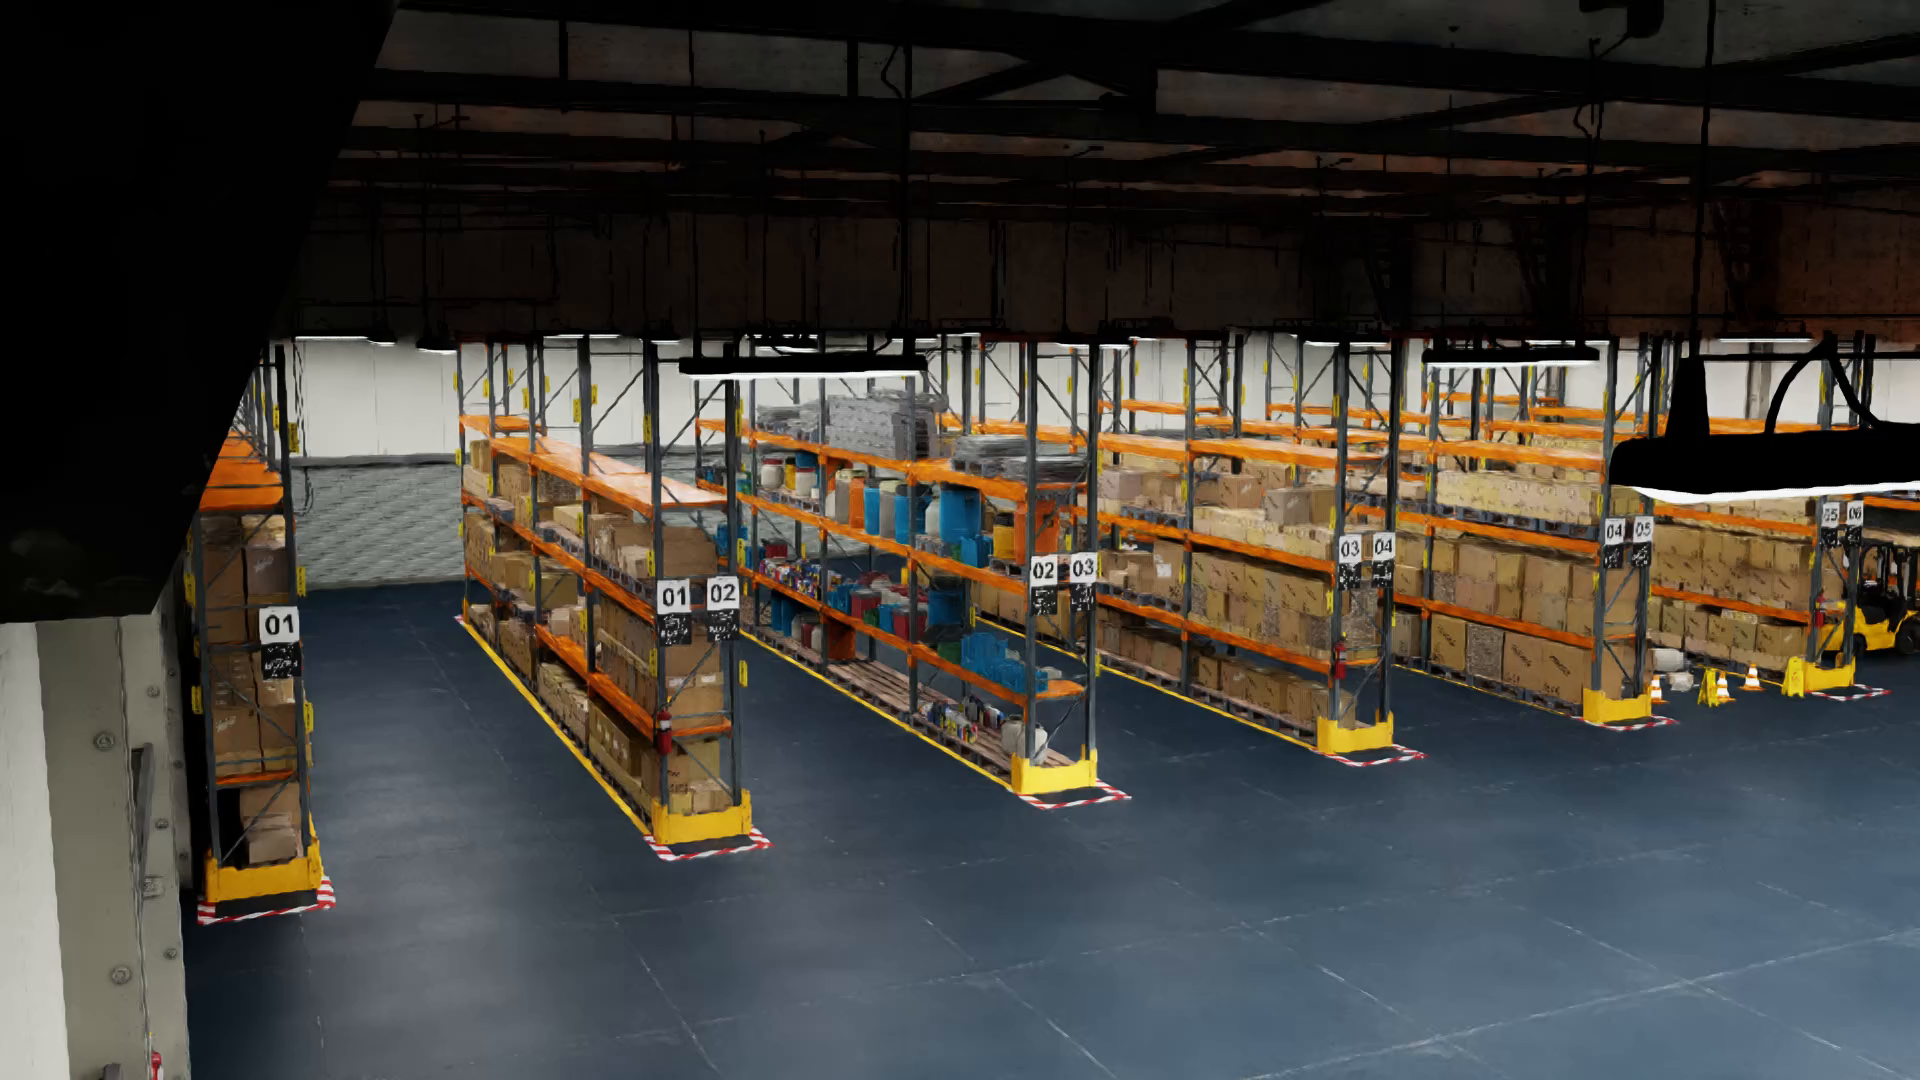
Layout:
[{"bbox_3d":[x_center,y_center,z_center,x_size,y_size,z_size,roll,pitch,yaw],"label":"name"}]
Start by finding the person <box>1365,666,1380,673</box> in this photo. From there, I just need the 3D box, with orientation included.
[{"bbox_3d":[7.009,1.484,29.623,0.553,1.709,1.123,-3,8,-22],"label":"person"}]

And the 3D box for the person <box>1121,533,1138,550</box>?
[{"bbox_3d":[3.710,0.617,36.477,0.482,1.579,1.082,-4,9,-26],"label":"person"}]
